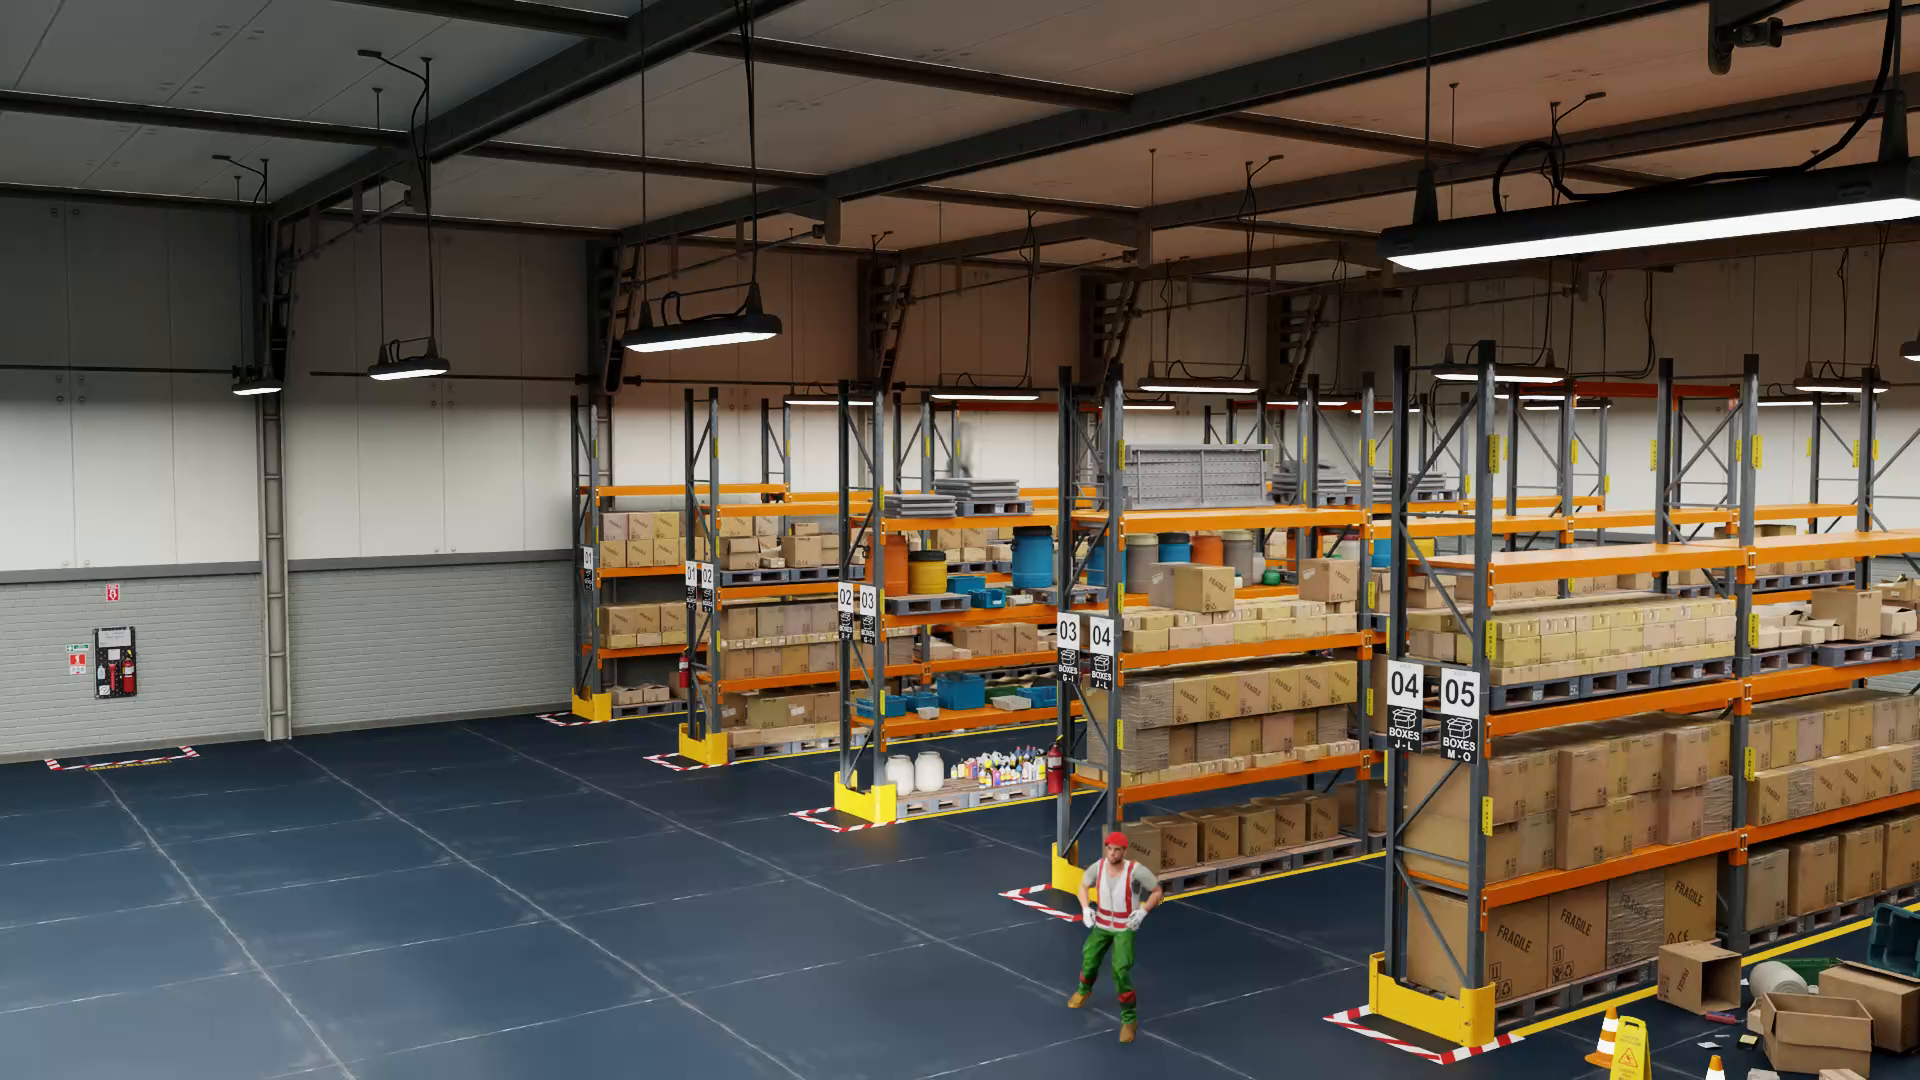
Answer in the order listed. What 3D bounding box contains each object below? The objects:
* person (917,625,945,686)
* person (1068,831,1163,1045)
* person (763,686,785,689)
[{"bbox_3d":[-0.420,2.440,31.285,0.965,1.788,0.692,-2,4,-35],"label":"person"},{"bbox_3d":[1.298,3.419,14.608,0.865,1.774,0.739,1,4,22],"label":"person"},{"bbox_3d":[-3.175,2.514,29.860,0.957,1.765,0.689,-2,4,-33],"label":"person"}]
